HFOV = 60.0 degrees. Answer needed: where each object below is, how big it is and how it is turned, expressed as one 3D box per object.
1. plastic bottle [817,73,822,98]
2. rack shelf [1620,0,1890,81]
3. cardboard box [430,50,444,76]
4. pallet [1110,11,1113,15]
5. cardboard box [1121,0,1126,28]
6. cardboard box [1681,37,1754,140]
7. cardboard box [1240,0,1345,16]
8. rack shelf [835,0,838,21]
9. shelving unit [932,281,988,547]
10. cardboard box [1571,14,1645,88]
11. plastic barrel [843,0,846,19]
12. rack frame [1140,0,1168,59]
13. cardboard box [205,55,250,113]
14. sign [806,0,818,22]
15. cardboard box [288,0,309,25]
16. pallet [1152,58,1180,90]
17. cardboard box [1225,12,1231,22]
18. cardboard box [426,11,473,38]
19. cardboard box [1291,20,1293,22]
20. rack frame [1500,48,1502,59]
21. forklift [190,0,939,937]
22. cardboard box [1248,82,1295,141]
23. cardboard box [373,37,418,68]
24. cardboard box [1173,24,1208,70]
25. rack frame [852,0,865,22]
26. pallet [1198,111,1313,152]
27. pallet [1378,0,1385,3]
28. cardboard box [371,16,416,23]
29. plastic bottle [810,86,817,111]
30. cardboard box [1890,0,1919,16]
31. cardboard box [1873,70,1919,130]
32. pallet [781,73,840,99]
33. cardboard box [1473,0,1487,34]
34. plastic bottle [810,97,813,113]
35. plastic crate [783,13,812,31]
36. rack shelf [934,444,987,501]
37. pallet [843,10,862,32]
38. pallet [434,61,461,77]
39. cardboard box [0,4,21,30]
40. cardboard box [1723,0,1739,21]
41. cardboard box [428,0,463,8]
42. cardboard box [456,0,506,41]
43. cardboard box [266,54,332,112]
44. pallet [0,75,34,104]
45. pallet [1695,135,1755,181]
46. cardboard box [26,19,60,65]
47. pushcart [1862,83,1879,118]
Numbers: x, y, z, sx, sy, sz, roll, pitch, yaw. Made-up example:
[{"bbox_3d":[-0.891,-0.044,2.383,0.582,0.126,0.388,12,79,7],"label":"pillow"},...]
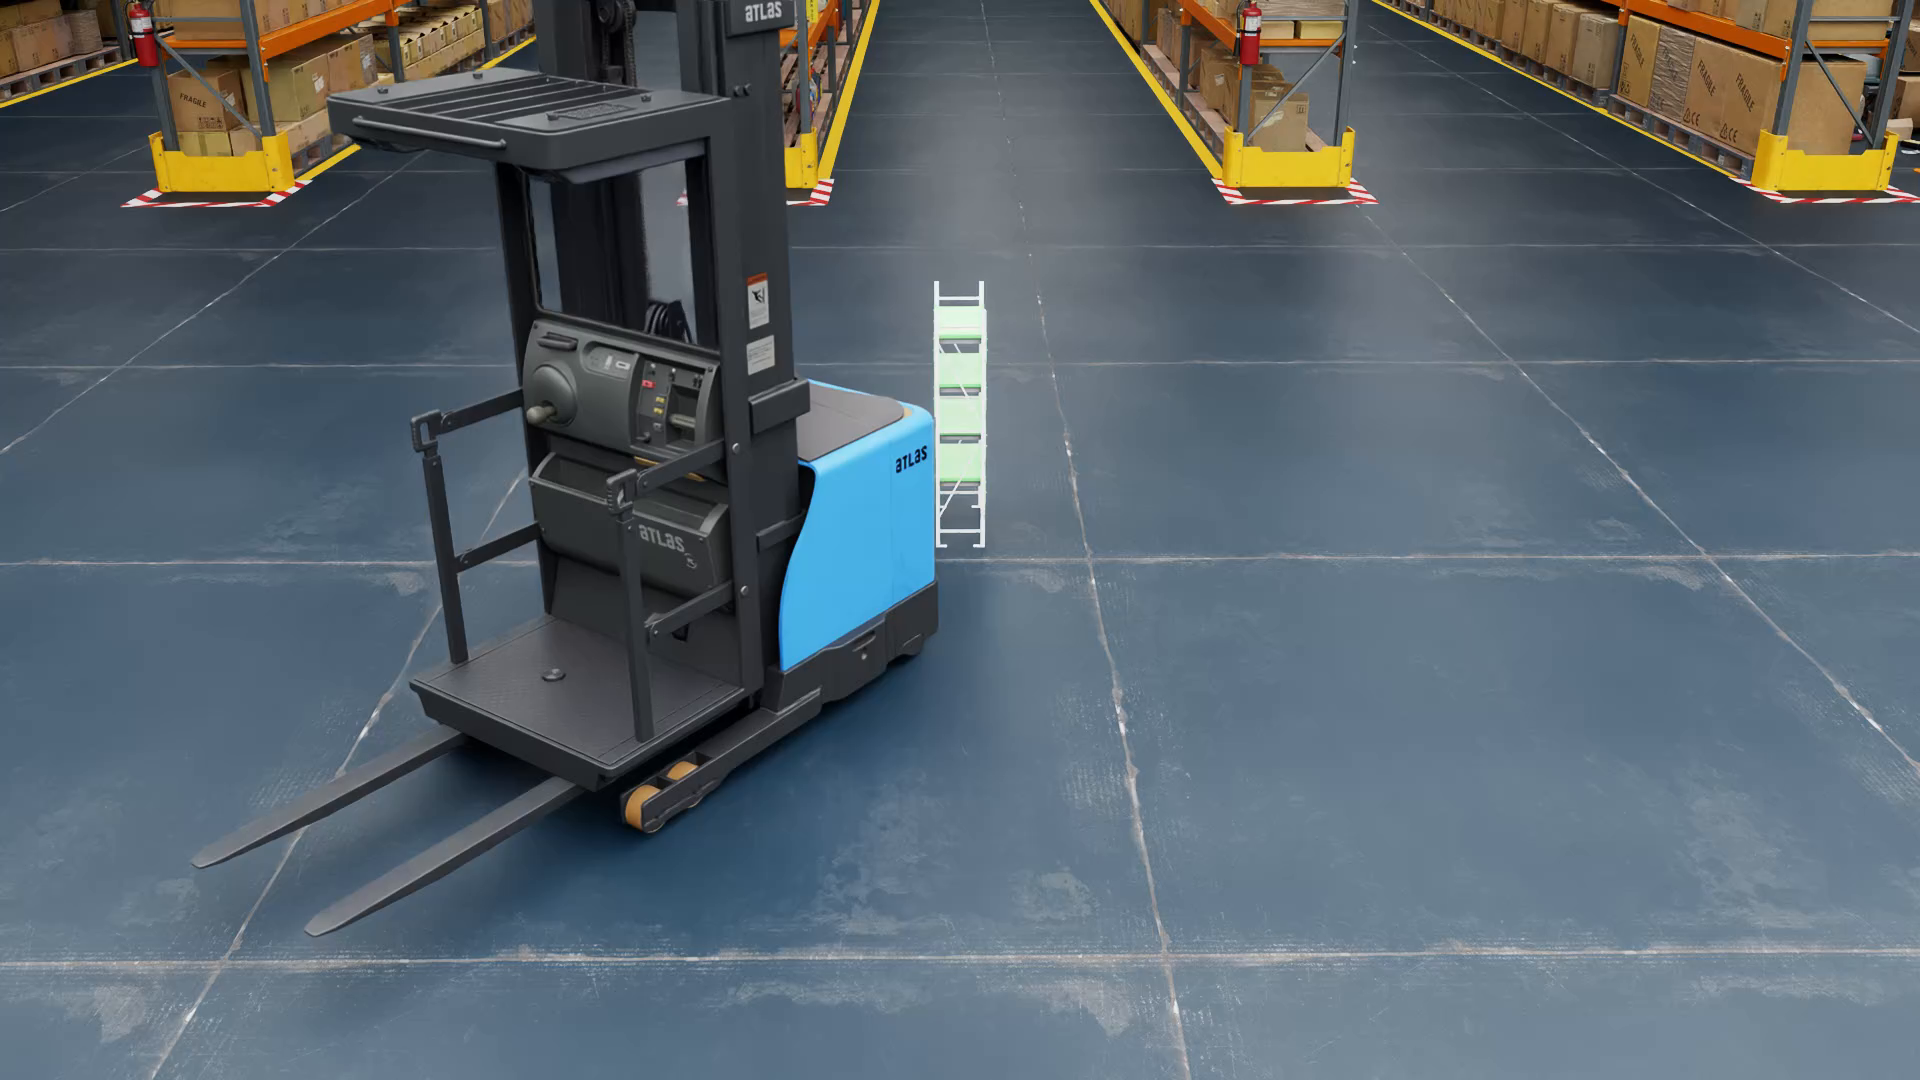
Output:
[{"bbox_3d":[-1.587,-5.098,18.645,0.061,0.283,0.133,1,24,2],"label":"plastic bottle"},{"bbox_3d":[8.013,-5.183,16.944,1.077,0.370,4.000,0,24,-1],"label":"rack shelf"},{"bbox_3d":[-6.645,-5.842,20.353,0.500,0.250,0.500,-1,24,-2],"label":"cardboard box"},{"bbox_3d":[3.013,-8.694,27.217,1.003,0.211,1.213,0,24,-1],"label":"pallet"},{"bbox_3d":[2.998,-7.878,24.097,1.225,0.875,0.875,0,24,0],"label":"cardboard box"},{"bbox_3d":[7.949,-4.552,16.743,0.875,0.875,0.875,-1,24,-1],"label":"cardboard box"},{"bbox_3d":[3.095,-5.114,15.436,0.875,0.500,0.500,0,24,-1],"label":"cardboard box"},{"bbox_3d":[-1.944,-6.829,20.582,1.077,0.370,4.000,0,24,-1],"label":"rack shelf"},{"bbox_3d":[-0.002,-0.615,8.154,0.258,1.200,0.503,0,24,-1],"label":"shelving unit"},{"bbox_3d":[7.894,-5.757,19.559,1.050,0.750,0.750,0,24,-1],"label":"cardboard box"},{"bbox_3d":[-2.013,-8.348,25.105,0.600,0.901,0.708,0,24,-1],"label":"plastic barrel"},{"bbox_3d":[2.987,-8.003,22.305,1.000,3.000,0.127,0,24,-1],"label":"rack frame"},{"bbox_3d":[-7.161,-4.575,16.643,0.500,0.500,0.500,0,24,-1],"label":"cardboard box"},{"bbox_3d":[-1.329,-4.811,14.911,0.100,0.325,0.005,0,24,-1],"label":"sign"},{"bbox_3d":[-6.834,-5.322,16.257,0.700,0.500,0.500,0,24,0],"label":"cardboard box"},{"bbox_3d":[3.004,-5.909,21.059,1.003,0.211,1.213,0,24,-1],"label":"pallet"},{"bbox_3d":[2.834,-5.223,16.464,0.380,0.149,0.250,0,24,-1],"label":"cardboard box"},{"bbox_3d":[-6.655,-6.725,21.626,0.500,0.311,0.500,-1,24,-1],"label":"cardboard box"},{"bbox_3d":[3.338,-4.917,15.786,0.380,0.149,0.250,0,24,-1],"label":"cardboard box"},{"bbox_3d":[7.947,-7.984,22.262,1.000,3.000,0.127,0,24,-1],"label":"rack frame"},{"bbox_3d":[-1.356,-0.517,5.835,1.130,2.935,3.031,16,29,32],"label":"forklift"},{"bbox_3d":[3.043,-4.262,16.558,0.500,0.500,0.500,6,25,13],"label":"cardboard box"},{"bbox_3d":[-6.631,-5.677,19.309,0.500,0.311,0.500,0,24,0],"label":"cardboard box"},{"bbox_3d":[3.052,-6.096,20.589,0.700,0.500,0.500,-2,24,-5],"label":"cardboard box"},{"bbox_3d":[-2.010,-9.629,25.900,1.000,3.000,0.127,0,24,-1],"label":"rack frame"},{"bbox_3d":[3.089,-4.304,17.509,1.003,0.211,1.213,0,24,-1],"label":"pallet"},{"bbox_3d":[7.834,-9.643,29.316,1.003,0.211,1.213,0,24,-1],"label":"pallet"},{"bbox_3d":[-7.190,-6.510,21.151,0.500,0.311,0.500,-1,24,-2],"label":"cardboard box"},{"bbox_3d":[-1.624,-4.749,17.881,0.152,0.276,0.135,0,24,0],"label":"plastic bottle"},{"bbox_3d":[12.972,-7.556,23.385,0.875,0.875,0.875,0,24,-1],"label":"cardboard box"},{"bbox_3d":[10.414,-4.773,18.028,0.797,0.637,0.503,0,24,-1],"label":"cardboard box"},{"bbox_3d":[-1.970,-5.385,19.901,1.003,0.211,1.213,0,24,-1],"label":"pallet"},{"bbox_3d":[7.677,-7.520,23.761,0.500,0.500,0.500,1,24,2],"label":"cardboard box"},{"bbox_3d":[-1.591,-4.531,17.406,0.097,0.271,0.097,0,24,0],"label":"plastic bottle"},{"bbox_3d":[-1.567,-4.934,15.840,0.298,0.136,0.250,0,24,-1],"label":"plastic crate"},{"bbox_3d":[-0.002,-0.338,8.279,0.258,0.148,0.480,0,24,-1],"label":"rack shelf"},{"bbox_3d":[-2.043,-8.040,25.771,1.003,0.211,1.213,0,24,-1],"label":"pallet"},{"bbox_3d":[-6.939,-5.849,20.925,1.003,0.211,1.213,0,24,-1],"label":"pallet"},{"bbox_3d":[-11.871,-6.390,20.328,0.500,0.250,0.500,-1,24,-2],"label":"cardboard box"},{"bbox_3d":[8.077,-5.366,16.292,0.875,0.550,0.550,0,24,-1],"label":"cardboard box"},{"bbox_3d":[-7.164,-7.406,23.484,0.500,0.500,0.500,1,24,2],"label":"cardboard box"},{"bbox_3d":[-6.638,-7.210,23.052,0.500,0.500,0.500,1,24,2],"label":"cardboard box"},{"bbox_3d":[-6.641,-4.578,16.648,0.500,0.500,0.500,0,24,-1],"label":"cardboard box"},{"bbox_3d":[-11.839,-5.338,19.797,1.003,0.211,1.213,0,24,-1],"label":"pallet"},{"bbox_3d":[7.948,-3.746,16.276,1.003,0.211,1.213,0,24,-1],"label":"pallet"},{"bbox_3d":[-11.889,-6.284,21.003,0.700,0.500,0.500,0,24,-1],"label":"cardboard box"},{"bbox_3d":[10.660,-5.174,19.231,1.648,0.377,0.936,-9,26,-19],"label":"pushcart"}]
